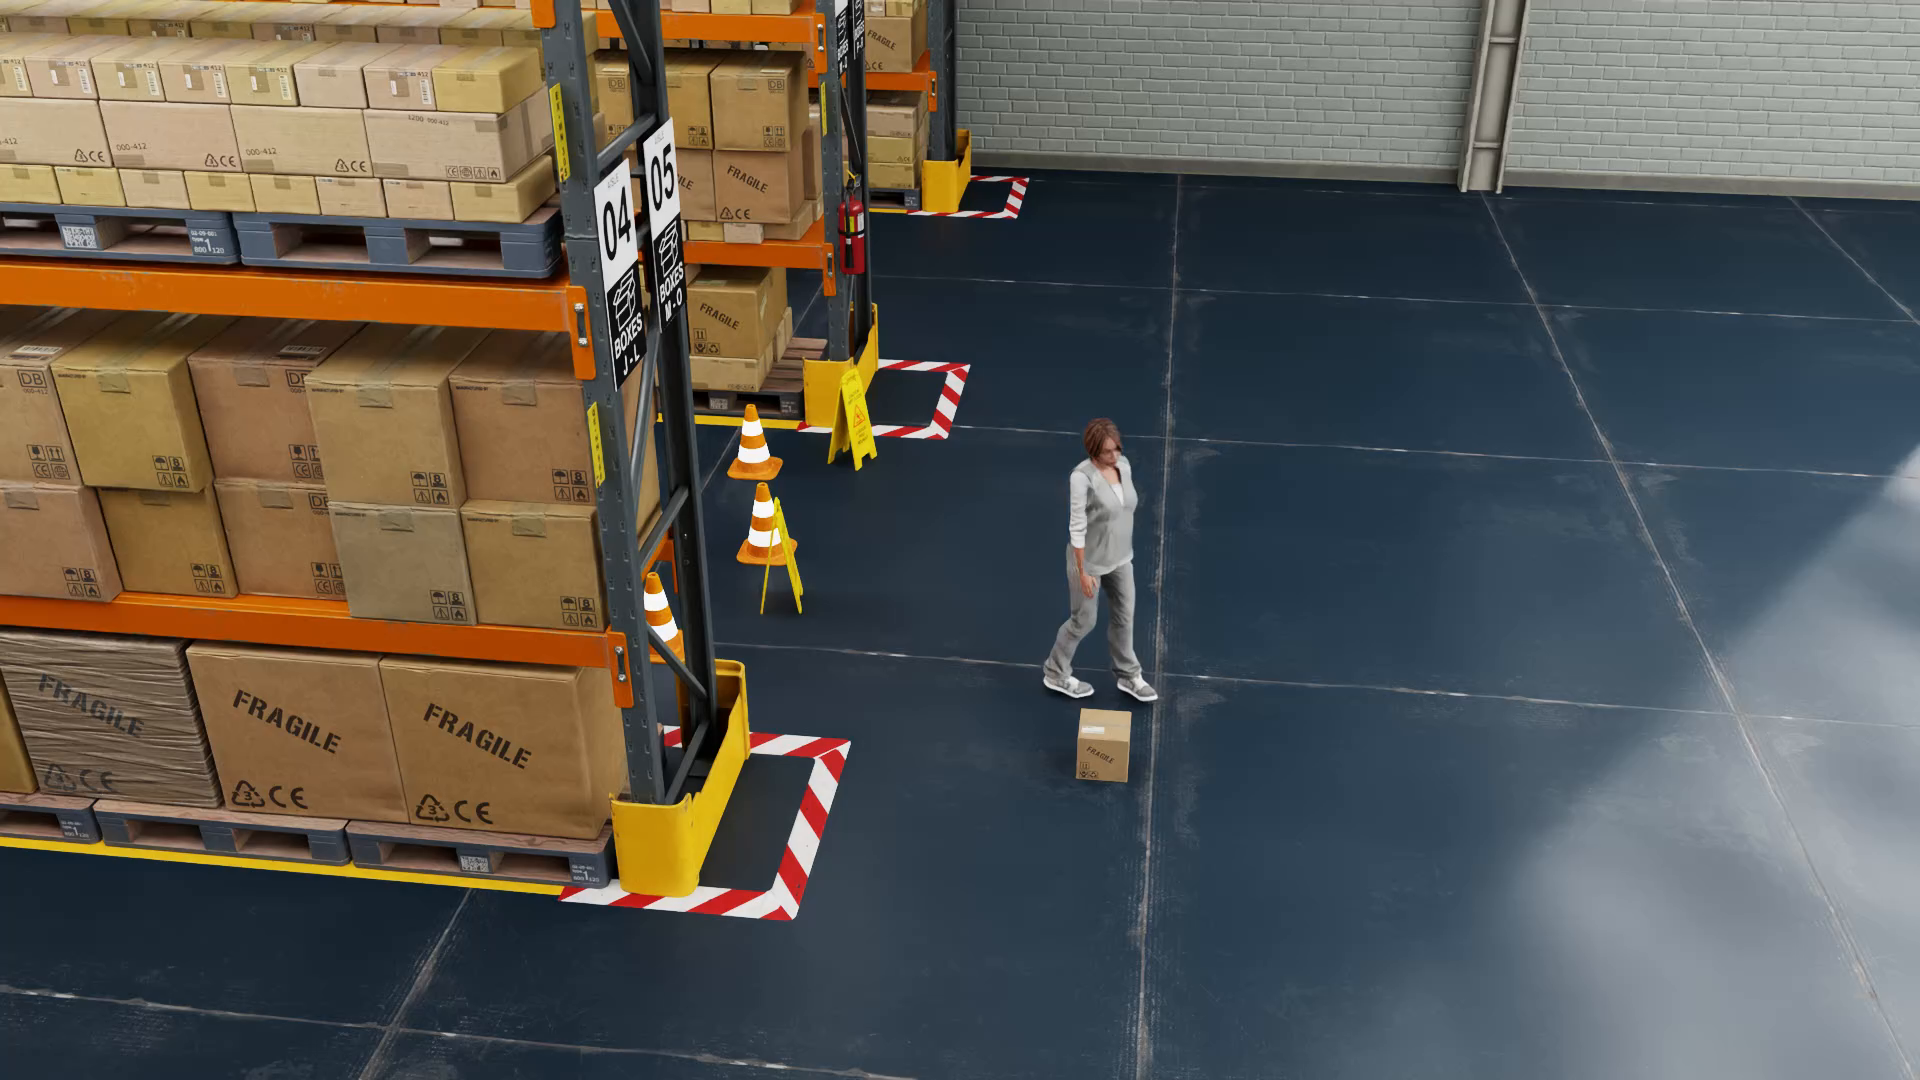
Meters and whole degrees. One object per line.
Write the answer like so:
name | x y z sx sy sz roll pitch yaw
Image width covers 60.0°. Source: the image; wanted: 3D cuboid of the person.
person | 0.737 0.123 8.379 0.411 1.593 0.547 -24 37 -36
